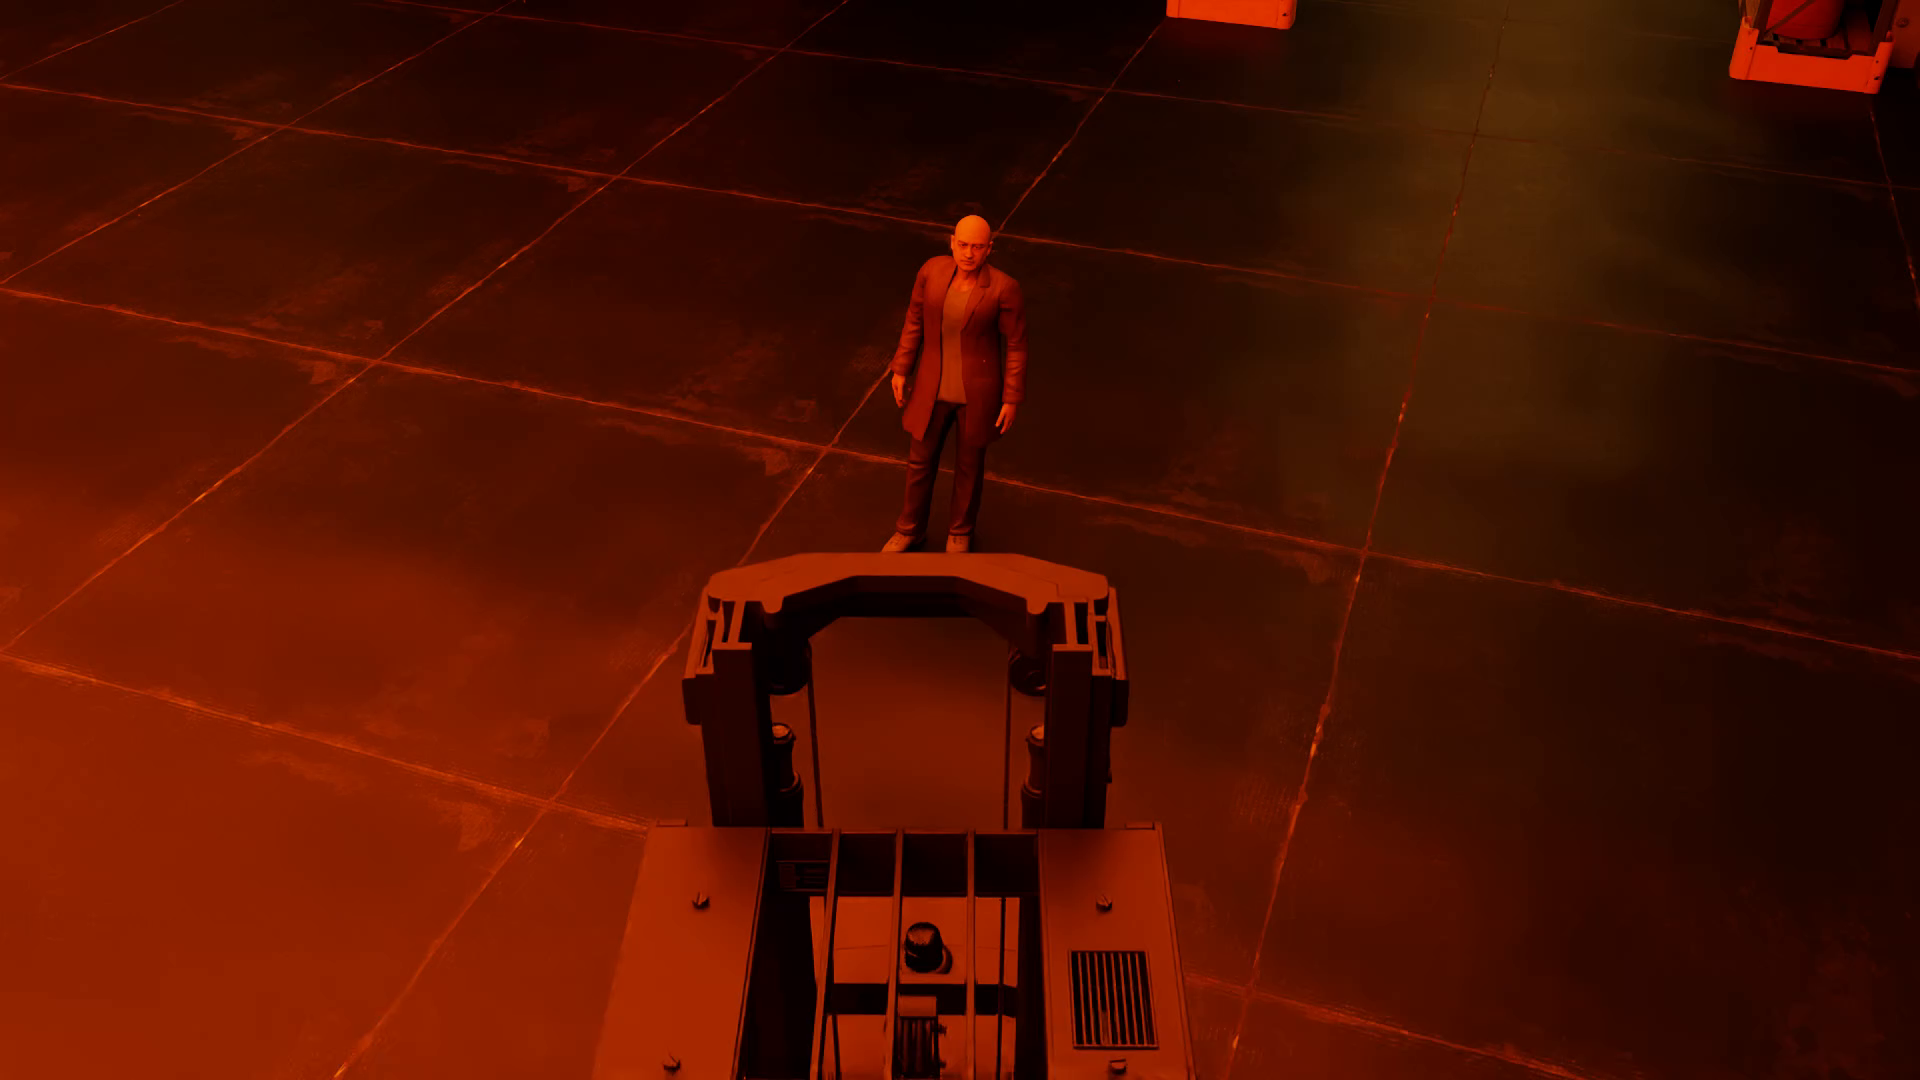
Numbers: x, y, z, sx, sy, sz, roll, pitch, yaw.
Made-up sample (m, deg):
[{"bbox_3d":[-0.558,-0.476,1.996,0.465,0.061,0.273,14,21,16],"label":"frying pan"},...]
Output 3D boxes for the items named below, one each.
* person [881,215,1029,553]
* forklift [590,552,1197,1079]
[{"bbox_3d":[-0.035,-0.682,8.058,0.696,1.775,0.582,12,37,16],"label":"person"},{"bbox_3d":[-0.116,1.604,3.848,1.130,2.935,3.031,0,35,0],"label":"forklift"}]
